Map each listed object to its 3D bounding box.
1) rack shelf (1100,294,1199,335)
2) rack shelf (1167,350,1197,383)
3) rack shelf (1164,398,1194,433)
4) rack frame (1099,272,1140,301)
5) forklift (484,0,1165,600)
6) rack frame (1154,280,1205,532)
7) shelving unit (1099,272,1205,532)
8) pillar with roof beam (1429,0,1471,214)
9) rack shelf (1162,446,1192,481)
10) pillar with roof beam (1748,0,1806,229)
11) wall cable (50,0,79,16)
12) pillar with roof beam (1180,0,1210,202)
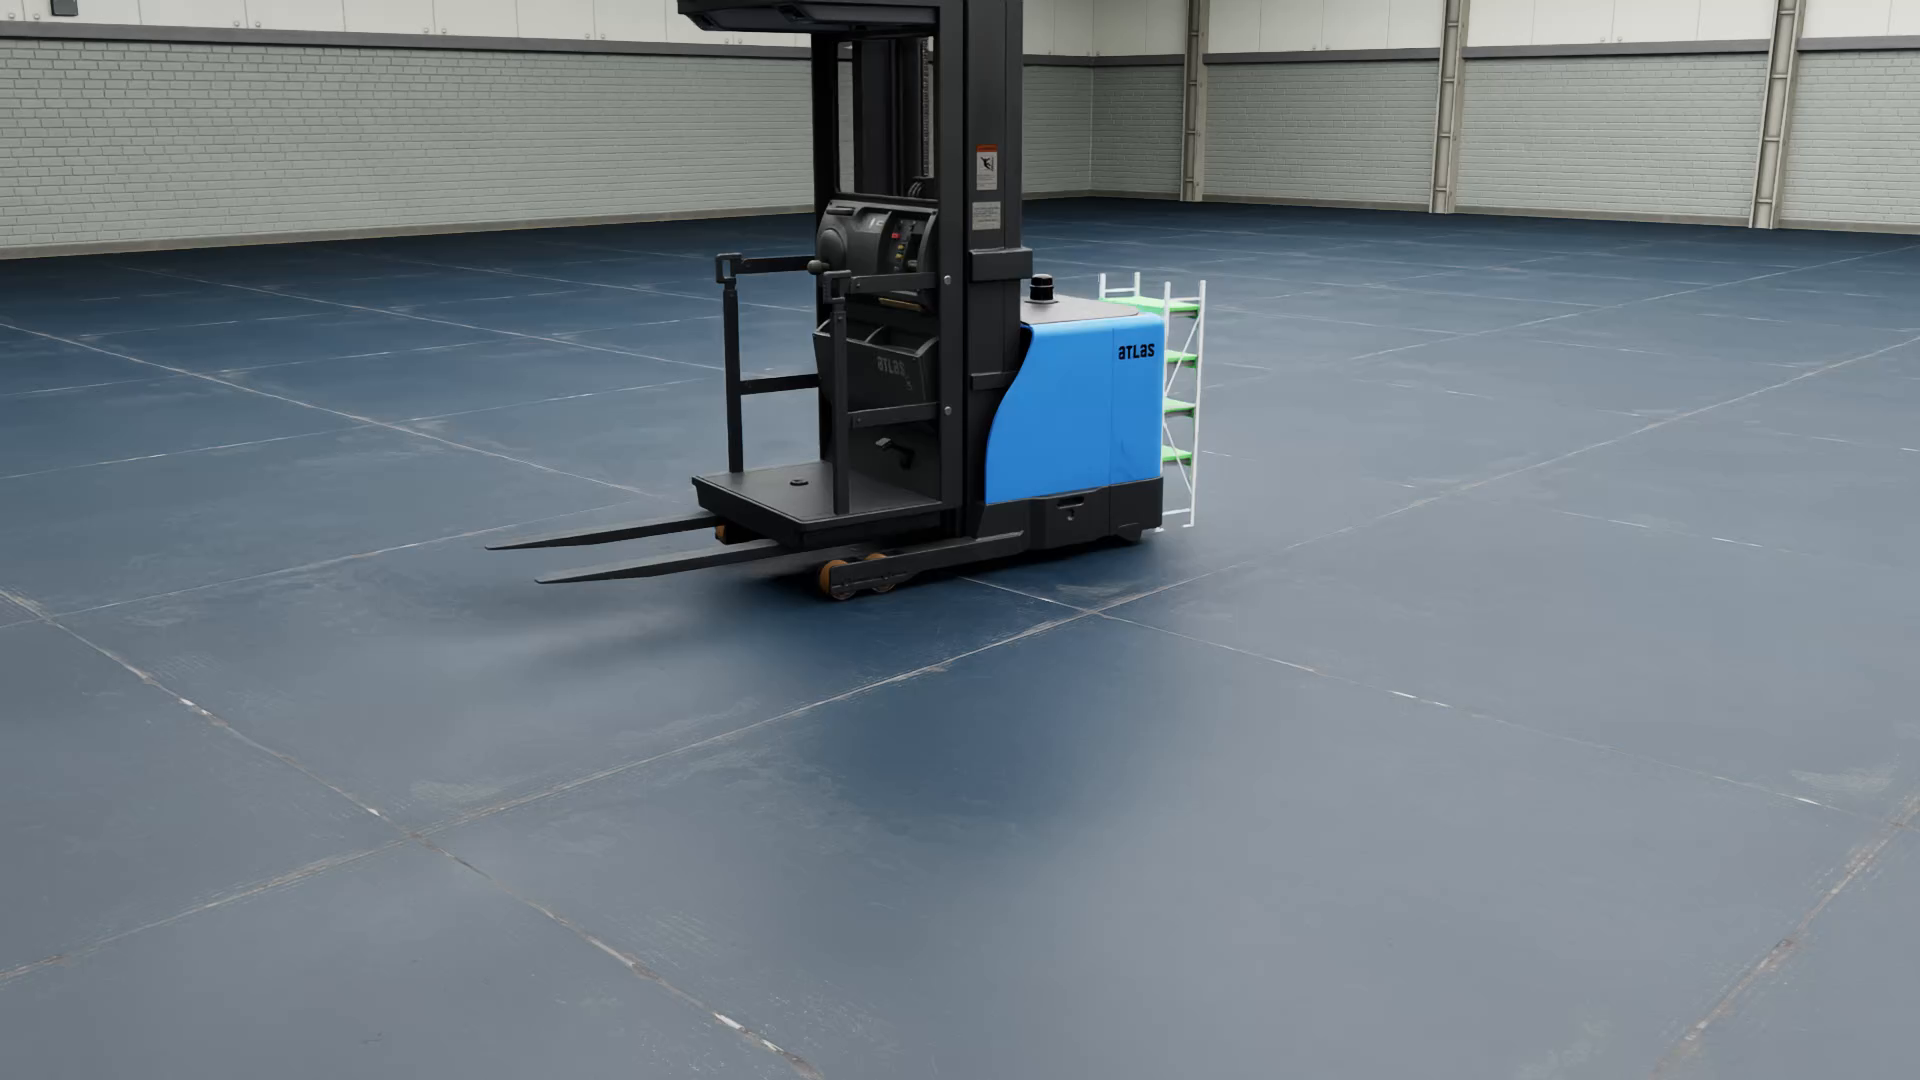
[{"bbox_3d":[0.926,-1.093,8.090,0.258,0.148,0.480,-8,17,-33],"label":"rack shelf"},{"bbox_3d":[0.923,-0.861,8.148,0.258,0.148,0.480,-8,17,-33],"label":"rack shelf"},{"bbox_3d":[0.920,-0.628,8.206,0.258,0.148,0.480,-8,17,-33],"label":"rack shelf"},{"bbox_3d":[0.786,-0.741,8.388,0.240,1.200,0.015,-8,17,-33],"label":"rack frame"},{"bbox_3d":[-0.545,-1.319,7.182,3.031,2.935,1.130,-9,17,-32],"label":"forklift"},{"bbox_3d":[1.056,-0.639,7.994,0.240,1.200,0.015,-8,17,-33],"label":"rack frame"},{"bbox_3d":[0.921,-0.690,8.191,0.258,1.200,0.503,-8,17,-33],"label":"shelving unit"},{"bbox_3d":[6.400,-9.949,28.267,0.400,9.000,9.100,14,20,42],"label":"pillar with roof beam"},{"bbox_3d":[0.916,-0.395,8.265,0.258,0.148,0.480,-8,17,-33],"label":"rack shelf"},{"bbox_3d":[10.719,-8.899,24.237,0.400,9.000,9.100,14,20,42],"label":"pillar with roof beam"},{"bbox_3d":[-11.398,-10.184,22.427,0.169,6.003,2.305,14,20,42],"label":"wall cable"},{"bbox_3d":[2.080,-10.999,32.297,0.400,9.000,9.100,14,20,42],"label":"pillar with roof beam"}]
